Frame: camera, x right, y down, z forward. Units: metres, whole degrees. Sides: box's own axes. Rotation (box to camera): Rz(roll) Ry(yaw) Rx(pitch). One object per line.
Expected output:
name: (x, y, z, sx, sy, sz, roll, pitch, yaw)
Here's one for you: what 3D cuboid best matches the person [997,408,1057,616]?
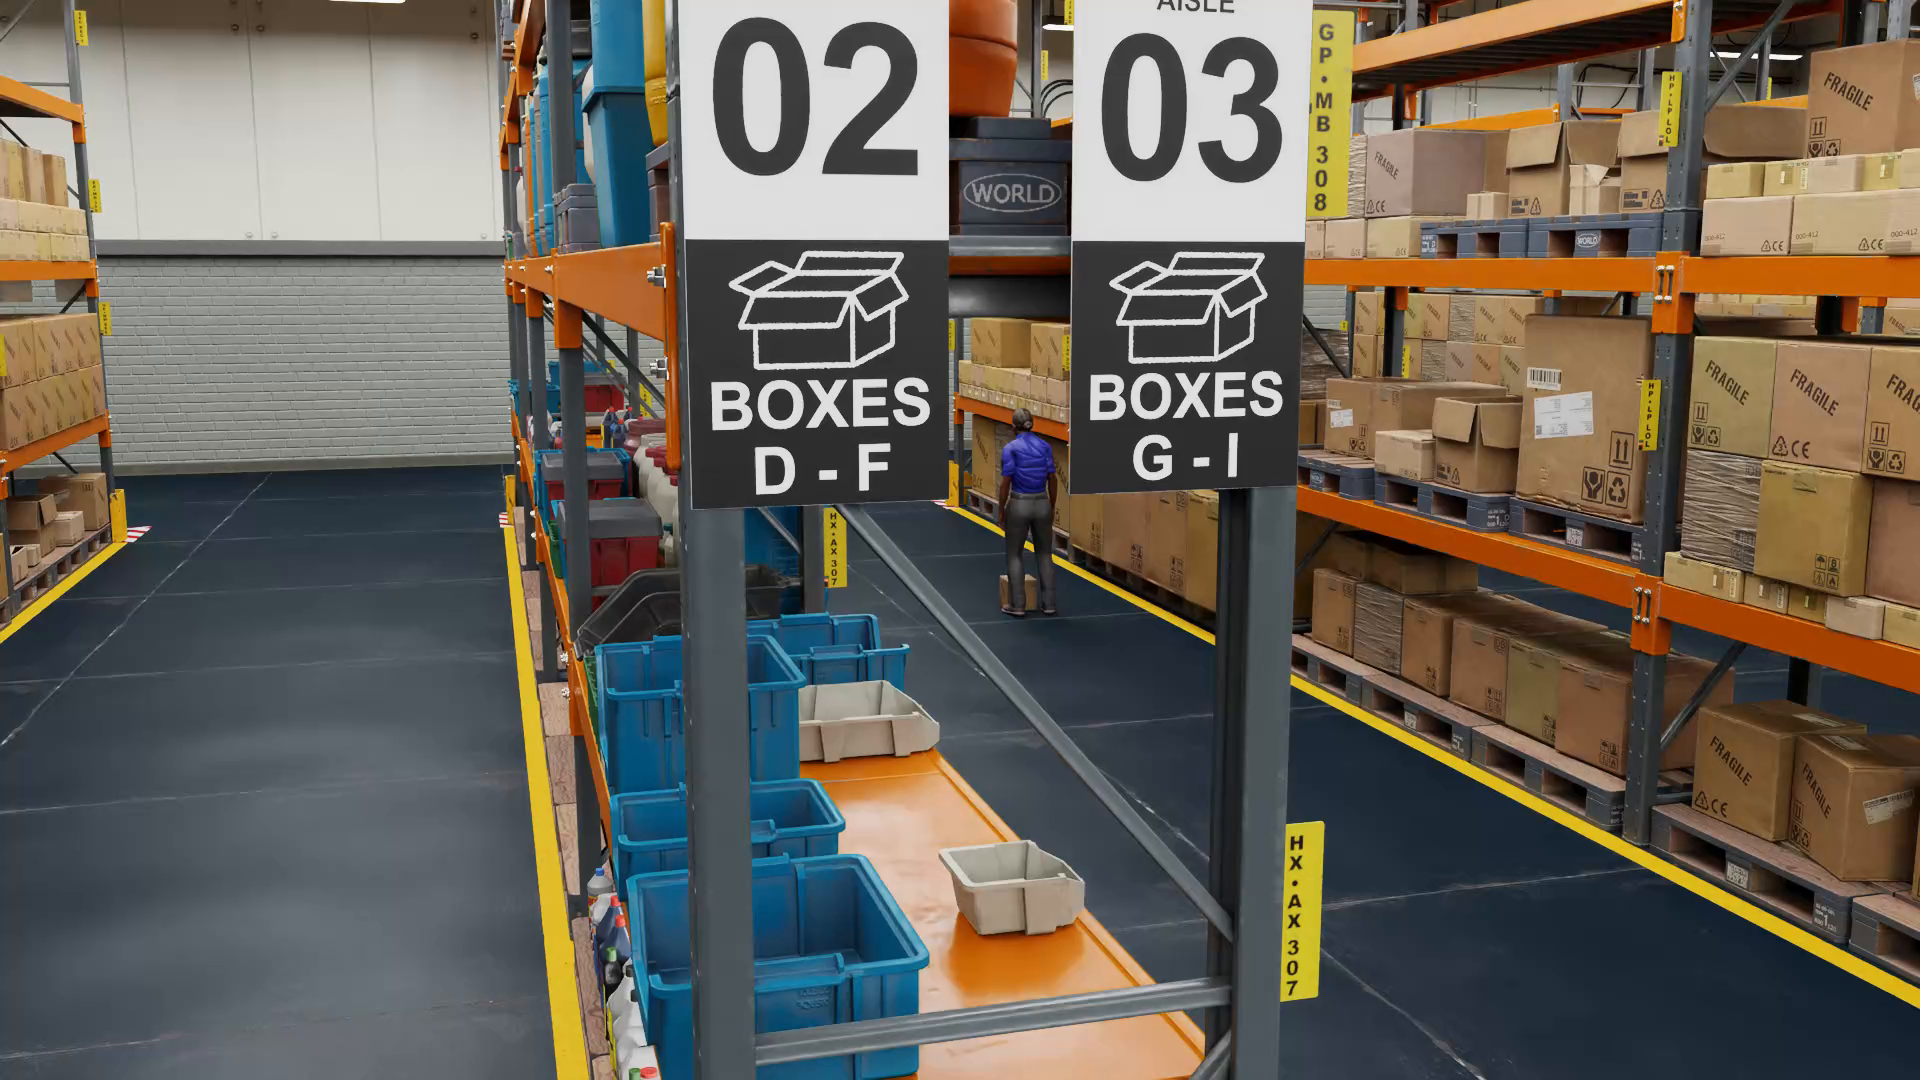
person: (0.547, -0.224, 13.255, 0.532, 1.654, 0.351, -3, 10, -19)
